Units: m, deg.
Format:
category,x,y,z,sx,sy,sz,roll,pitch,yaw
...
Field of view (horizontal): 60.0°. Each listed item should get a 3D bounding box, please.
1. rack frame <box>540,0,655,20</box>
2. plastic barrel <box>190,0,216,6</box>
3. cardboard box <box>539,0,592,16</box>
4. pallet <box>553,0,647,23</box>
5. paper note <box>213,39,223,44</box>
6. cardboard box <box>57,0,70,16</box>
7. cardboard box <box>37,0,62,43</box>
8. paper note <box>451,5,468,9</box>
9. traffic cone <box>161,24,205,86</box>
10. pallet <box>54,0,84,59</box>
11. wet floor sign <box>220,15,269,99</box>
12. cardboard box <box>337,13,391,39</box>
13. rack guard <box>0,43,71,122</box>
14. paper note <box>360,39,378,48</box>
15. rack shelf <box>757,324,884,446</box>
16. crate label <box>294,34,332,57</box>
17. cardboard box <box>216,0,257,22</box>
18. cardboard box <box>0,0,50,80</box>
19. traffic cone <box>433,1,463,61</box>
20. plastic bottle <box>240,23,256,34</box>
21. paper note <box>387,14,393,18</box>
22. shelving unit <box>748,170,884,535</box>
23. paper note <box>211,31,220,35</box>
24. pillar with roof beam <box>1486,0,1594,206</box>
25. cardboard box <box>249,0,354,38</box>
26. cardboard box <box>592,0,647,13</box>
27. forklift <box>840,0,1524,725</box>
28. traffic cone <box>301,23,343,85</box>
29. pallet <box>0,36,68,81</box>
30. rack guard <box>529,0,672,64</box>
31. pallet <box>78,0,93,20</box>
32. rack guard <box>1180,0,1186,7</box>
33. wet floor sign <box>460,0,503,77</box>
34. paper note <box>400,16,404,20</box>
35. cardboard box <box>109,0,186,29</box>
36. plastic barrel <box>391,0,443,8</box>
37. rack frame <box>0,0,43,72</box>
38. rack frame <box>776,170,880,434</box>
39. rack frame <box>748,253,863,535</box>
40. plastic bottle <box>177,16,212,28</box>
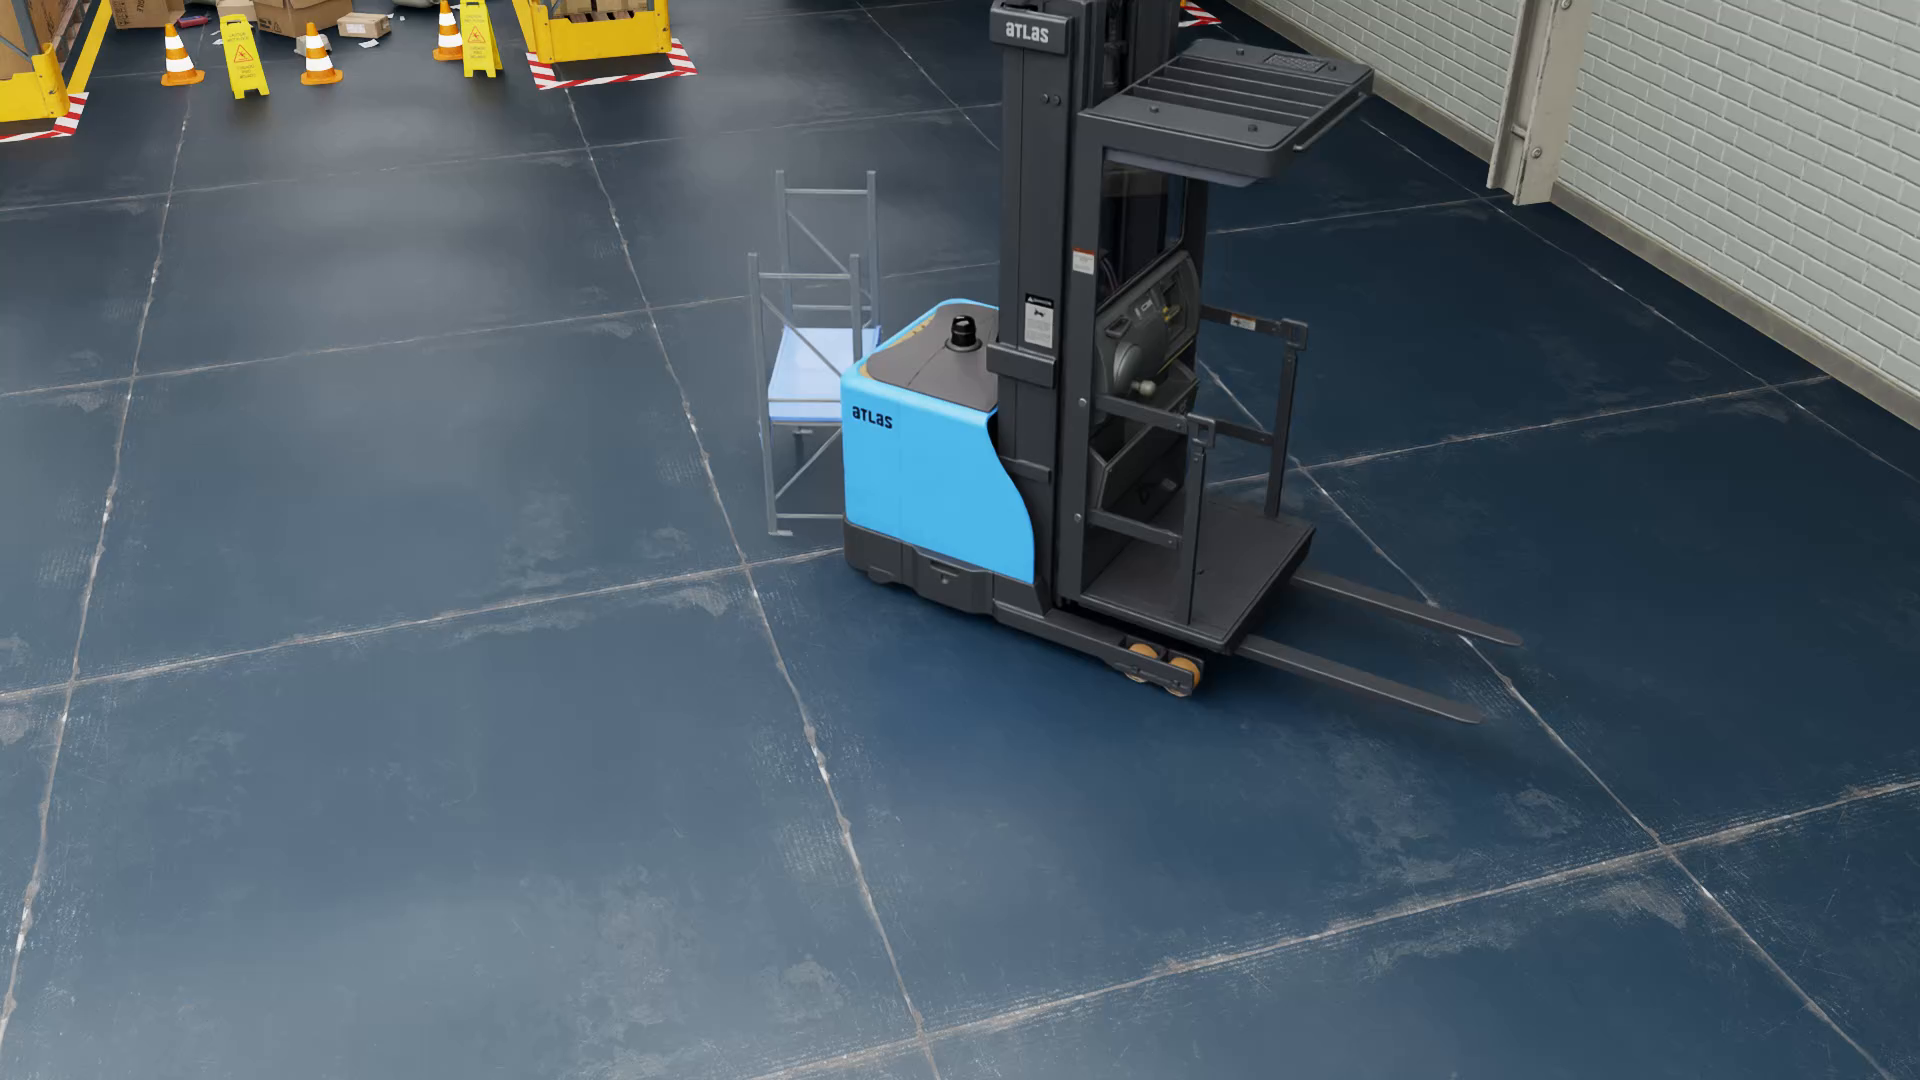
category,x,y,z,sx,sy,sz,roll,pitch,yaw
rack frame,-3.147,-5.562,13.947,1.000,3.000,0.127,-10,35,-15
plastic barrel,-7.244,-5.364,15.984,0.512,0.421,0.421,13,36,18
cardboard box,-3.657,-4.982,15.182,0.500,0.250,0.500,-10,35,-15
pallet,-3.384,-4.871,15.430,1.003,0.211,1.213,-10,35,-15
paper note,-6.679,-4.524,15.071,0.144,0.017,0.142,1,33,2
cardboard box,-8.647,-5.251,15.022,0.875,0.875,0.875,-10,35,-14
cardboard box,-8.371,-4.772,14.297,0.875,0.875,0.875,-11,35,-15
paper note,-4.811,-5.136,15.995,0.142,0.019,0.148,-23,40,-31
traffic cone,-6.640,-4.136,14.090,0.336,0.463,0.334,-10,35,-15
pallet,-8.517,-4.559,14.959,1.003,0.211,1.213,-10,35,-15
wet floor sign,-5.936,-4.012,13.737,0.267,0.644,0.232,-16,37,-23
cardboard box,-5.470,-4.721,15.260,0.380,0.149,0.250,7,34,10
rack guard,-7.823,-3.621,13.277,1.175,0.500,0.348,-10,35,-15
paper note,-5.331,-4.485,15.010,0.148,0.019,0.142,-23,40,-31
rack shelf,-0.687,-0.786,8.406,0.538,0.185,1.000,1,33,1
crate label,-5.759,-4.414,14.806,0.298,0.136,0.250,27,42,34
cardboard box,-6.772,-5.044,15.642,0.396,0.266,0.258,-4,34,-6
cardboard box,-8.100,-4.311,13.599,0.875,0.875,0.875,-10,35,-14
traffic cone,-4.507,-4.513,14.660,0.336,0.463,0.334,-10,35,-15
plastic bottle,-6.617,-4.727,15.348,0.133,0.061,0.283,-23,40,-31
paper note,-5.447,-4.952,15.726,0.148,0.019,0.142,1,33,2
shelving unit,-0.687,-0.936,8.307,0.538,1.500,1.048,1,33,1
paper note,-6.849,-4.669,15.306,0.032,0.001,0.123,7,34,10
pillar with roof beam,-0.045,-5.545,8.479,9.100,9.000,0.400,-10,35,-15
cardboard box,-6.094,-5.017,15.386,0.637,0.503,0.797,19,38,26
cardboard box,-3.130,-5.060,15.300,0.500,0.250,0.500,-10,35,-15
forklift,0.974,-0.880,6.923,3.031,2.935,1.130,18,38,25
traffic cone,-5.460,-4.148,14.107,0.336,0.463,0.334,-10,35,-15
pallet,-8.149,-3.920,13.991,1.003,0.211,1.213,-10,35,-15
rack guard,-3.170,-4.559,14.696,1.175,0.500,0.348,-10,35,-15
pallet,-8.893,-5.201,15.930,1.003,0.211,1.213,-10,35,-15
rack guard,1.586,-5.344,15.883,1.175,0.500,0.348,-10,35,-15
wet floor sign,-4.108,-4.300,14.173,0.267,0.644,0.232,1,33,2
paper note,-5.266,-4.925,15.694,0.032,0.001,0.123,-10,35,-15
cardboard box,-7.600,-5.093,15.501,0.500,0.500,0.500,-4,34,-6
plastic barrel,-5.219,-5.317,15.913,0.512,0.421,0.421,13,36,18
rack frame,-7.830,-4.677,12.607,1.000,3.000,0.127,-10,35,-15
rack frame,-0.672,-1.216,8.730,0.500,1.500,0.032,1,33,1
rack frame,-0.703,-0.656,7.883,0.500,1.500,0.032,1,33,1
plastic bottle,-7.146,-4.845,15.527,0.283,0.061,0.133,-23,40,-31
